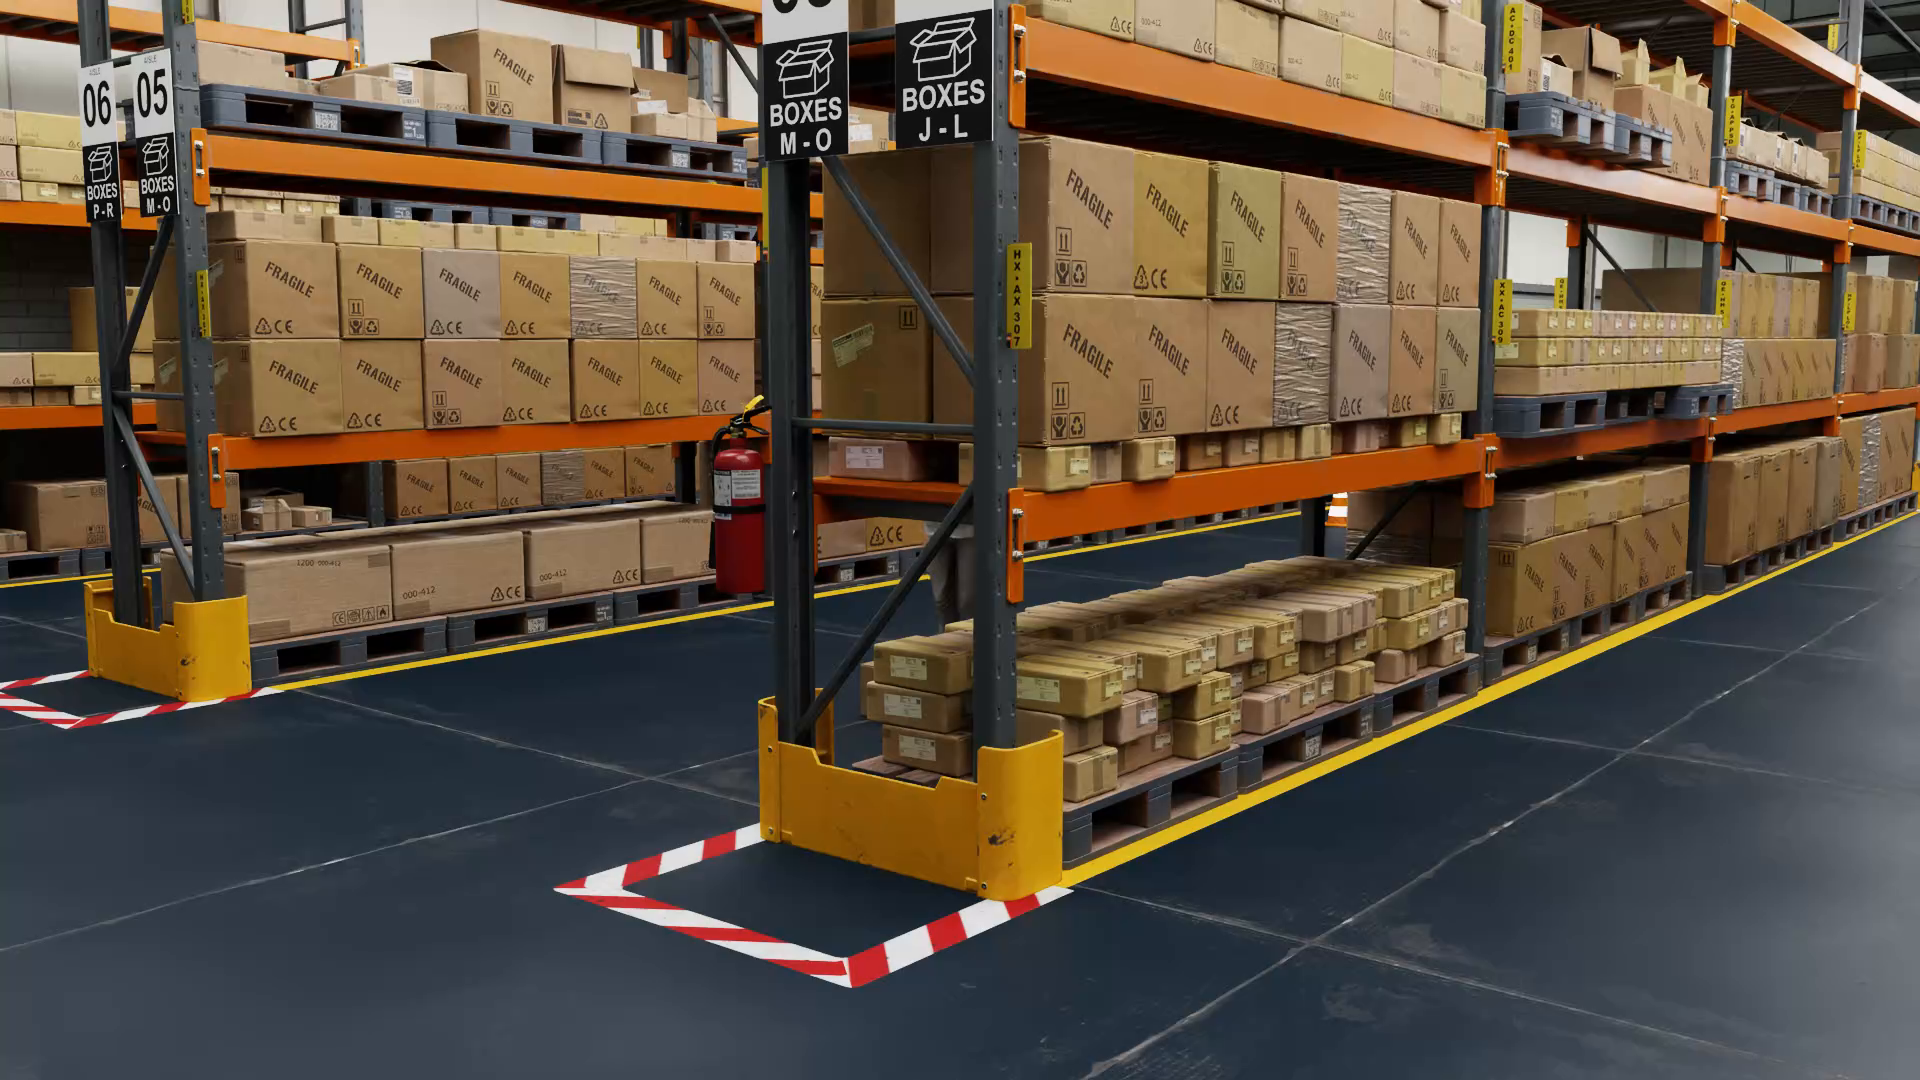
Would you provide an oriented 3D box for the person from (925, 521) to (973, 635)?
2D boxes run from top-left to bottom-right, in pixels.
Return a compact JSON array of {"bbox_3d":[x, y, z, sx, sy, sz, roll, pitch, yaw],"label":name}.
[{"bbox_3d":[0.000,-0.003,8.303,0.445,1.599,0.316,6,9,39],"label":"person"}]
